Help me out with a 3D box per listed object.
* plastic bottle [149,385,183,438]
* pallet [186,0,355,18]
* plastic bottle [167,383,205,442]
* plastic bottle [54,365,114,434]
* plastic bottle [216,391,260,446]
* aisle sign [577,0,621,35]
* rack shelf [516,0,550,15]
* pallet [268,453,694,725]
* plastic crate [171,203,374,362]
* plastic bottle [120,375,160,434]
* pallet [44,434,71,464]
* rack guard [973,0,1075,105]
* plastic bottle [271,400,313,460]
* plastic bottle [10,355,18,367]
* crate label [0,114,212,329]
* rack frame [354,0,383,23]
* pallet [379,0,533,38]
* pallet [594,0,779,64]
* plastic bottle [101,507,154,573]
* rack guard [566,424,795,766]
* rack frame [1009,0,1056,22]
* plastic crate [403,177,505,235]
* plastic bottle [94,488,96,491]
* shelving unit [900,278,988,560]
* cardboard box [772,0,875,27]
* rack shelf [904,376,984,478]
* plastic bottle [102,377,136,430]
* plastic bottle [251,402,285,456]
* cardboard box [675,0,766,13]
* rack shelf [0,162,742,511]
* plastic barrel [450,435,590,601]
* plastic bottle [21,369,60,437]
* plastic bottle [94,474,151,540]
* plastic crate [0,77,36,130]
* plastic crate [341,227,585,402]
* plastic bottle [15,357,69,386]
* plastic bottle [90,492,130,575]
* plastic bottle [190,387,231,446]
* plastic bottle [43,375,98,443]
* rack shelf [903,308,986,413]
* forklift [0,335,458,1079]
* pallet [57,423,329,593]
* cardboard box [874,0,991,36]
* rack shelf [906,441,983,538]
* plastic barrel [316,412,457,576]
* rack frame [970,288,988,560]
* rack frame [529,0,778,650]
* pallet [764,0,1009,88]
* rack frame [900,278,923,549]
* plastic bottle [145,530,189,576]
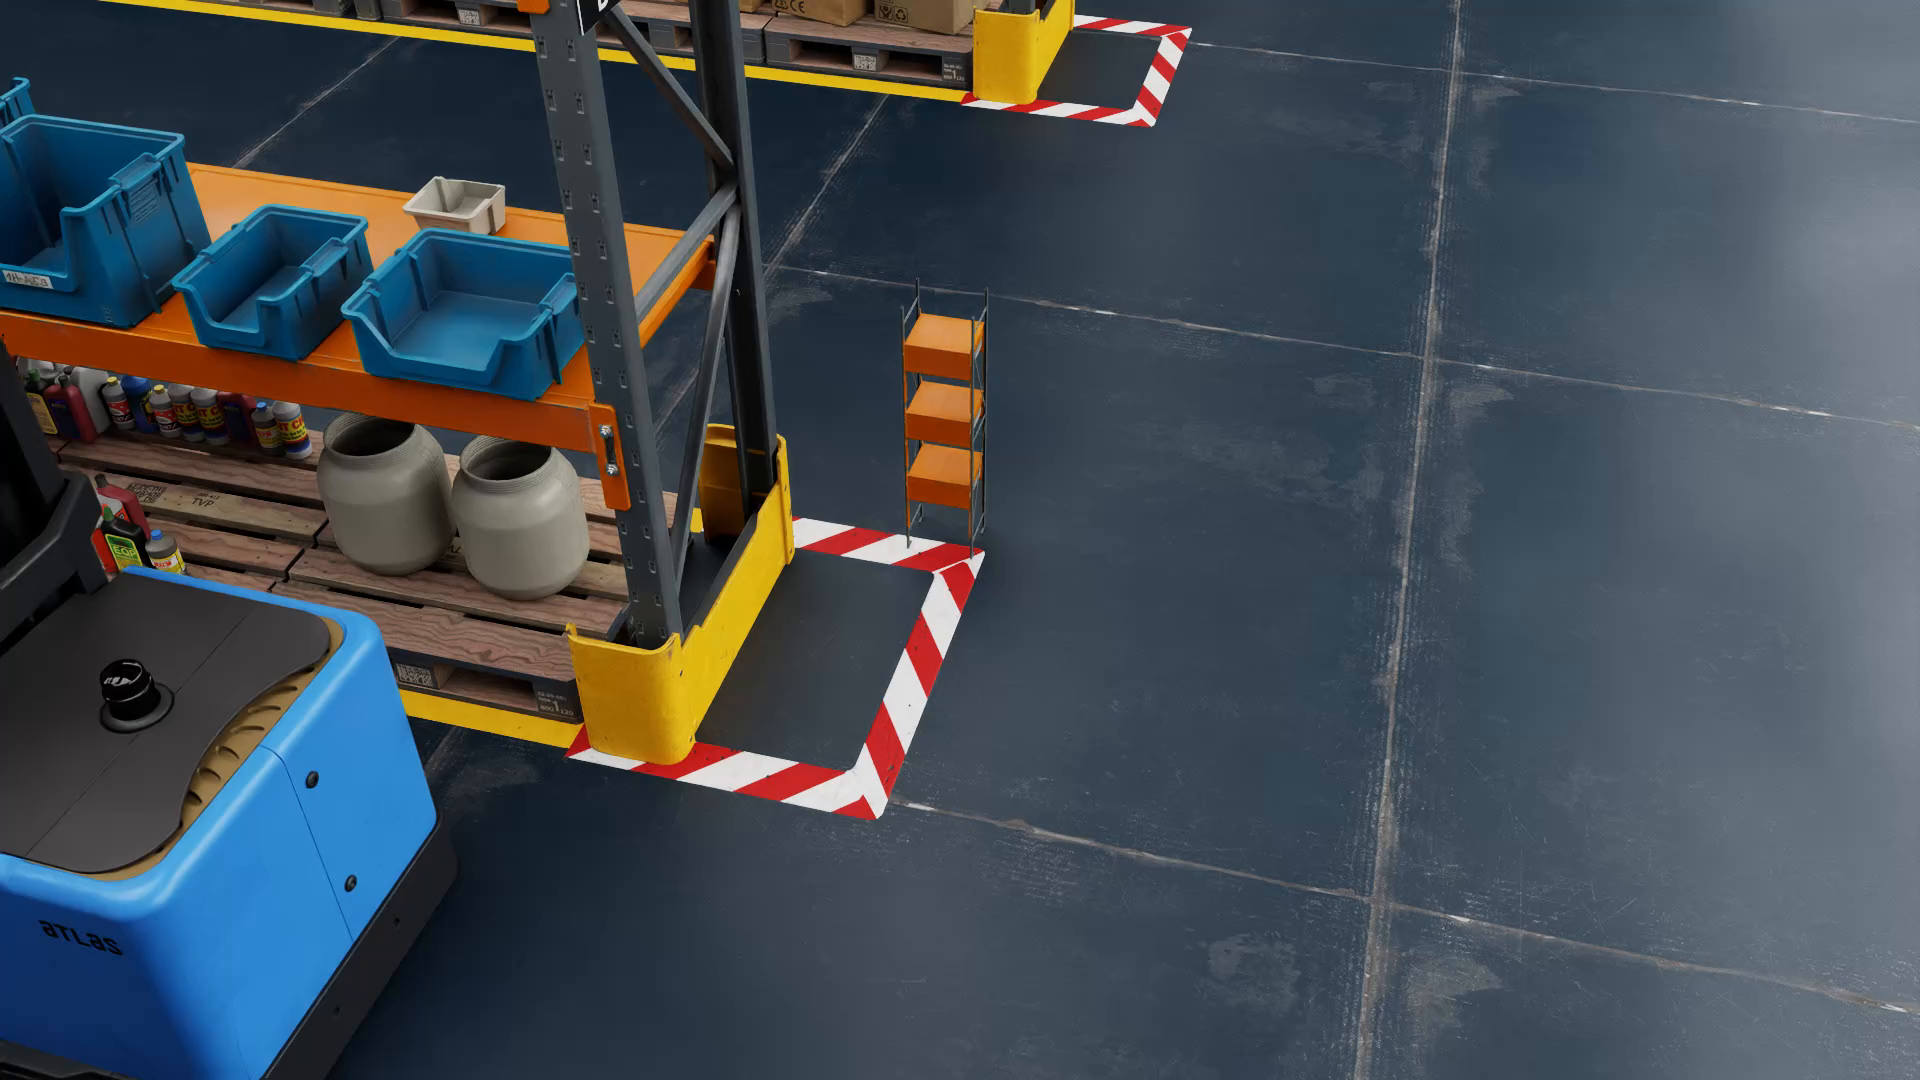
[{"bbox_3d":[-3.027,-0.500,6.346,0.097,0.201,0.097,0,40,0],"label":"plastic bottle"},{"bbox_3d":[-4.169,-3.620,10.397,1.213,0.211,1.003,10,41,11],"label":"pallet"},{"bbox_3d":[-2.931,-0.510,6.304,0.097,0.271,0.097,0,40,0],"label":"plastic bottle"},{"bbox_3d":[-3.347,-0.565,6.366,0.135,0.276,0.152,10,41,12],"label":"plastic bottle"},{"bbox_3d":[-2.718,-0.490,6.271,0.133,0.283,0.061,10,41,12],"label":"plastic bottle"},{"bbox_3d":[-0.840,-1.617,3.821,0.004,0.787,0.394,10,41,11],"label":"aisle sign"},{"bbox_3d":[-2.765,-2.023,4.554,4.000,0.370,1.077,10,41,11],"label":"rack shelf"},{"bbox_3d":[-1.702,0.128,5.933,1.213,0.211,1.003,10,41,11],"label":"pallet"},{"bbox_3d":[-2.019,-0.769,4.949,0.408,0.251,0.499,10,41,11],"label":"plastic crate"},{"bbox_3d":[-3.127,-0.544,6.344,0.097,0.271,0.097,0,40,0],"label":"plastic bottle"},{"bbox_3d":[-4.059,-0.277,6.416,1.213,0.211,1.003,10,41,11],"label":"pallet"},{"bbox_3d":[0.374,-2.950,9.374,0.348,0.500,1.175,10,41,11],"label":"rack guard"},{"bbox_3d":[-2.504,-0.436,6.216,0.097,0.271,0.097,0,40,0],"label":"plastic bottle"},{"bbox_3d":[-3.647,-0.650,6.461,0.133,0.283,0.061,12,42,14],"label":"plastic bottle"},{"bbox_3d":[-2.681,-0.969,5.044,0.616,0.435,0.502,10,41,11],"label":"crate label"},{"bbox_3d":[-3.417,-4.560,9.347,0.127,3.000,1.000,10,41,11],"label":"rack frame"},{"bbox_3d":[-2.759,-3.402,10.137,1.213,0.211,1.003,10,41,11],"label":"pallet"},{"bbox_3d":[-1.576,-3.201,9.897,1.213,0.211,1.003,10,41,11],"label":"pallet"},{"bbox_3d":[-2.838,0.013,5.672,0.133,0.283,0.061,11,41,12],"label":"plastic bottle"},{"bbox_3d":[-0.918,0.156,5.675,0.348,0.500,1.175,10,41,11],"label":"rack guard"},{"bbox_3d":[0.448,-3.895,8.555,0.127,3.000,1.000,10,41,11],"label":"rack frame"},{"bbox_3d":[-1.614,-1.065,5.391,0.250,0.136,0.298,10,41,11],"label":"plastic crate"},{"bbox_3d":[-3.076,-0.110,5.882,0.097,0.201,0.097,0,40,0],"label":"plastic bottle"},{"bbox_3d":[-0.052,-0.411,5.923,0.252,1.050,0.215,10,41,11],"label":"shelving unit"},{"bbox_3d":[-0.738,-3.291,9.453,0.500,0.500,0.500,20,44,23],"label":"cardboard box"},{"bbox_3d":[-0.052,-0.403,5.930,0.240,0.259,0.215,10,41,11],"label":"rack shelf"},{"bbox_3d":[-3.226,-0.534,6.387,0.097,0.201,0.097,0,40,0],"label":"plastic bottle"},{"bbox_3d":[-2.604,-0.427,6.259,0.097,0.201,0.097,0,40,0],"label":"plastic bottle"},{"bbox_3d":[-1.338,-3.406,9.591,0.500,0.500,0.500,13,42,15],"label":"cardboard box"},{"bbox_3d":[-2.765,-0.875,5.518,4.000,0.370,1.077,10,41,11],"label":"rack shelf"},{"bbox_3d":[-1.488,-0.088,5.630,0.421,0.512,0.421,0,40,0],"label":"plastic barrel"},{"bbox_3d":[-3.504,-0.529,6.318,0.133,0.283,0.061,10,41,11],"label":"plastic bottle"},{"bbox_3d":[-2.930,-0.104,5.811,0.133,0.283,0.061,10,41,11],"label":"plastic bottle"},{"bbox_3d":[-3.558,-1.410,5.712,0.616,0.251,0.499,10,41,11],"label":"plastic crate"},{"bbox_3d":[-1.394,-0.658,4.817,0.616,0.251,0.499,10,41,11],"label":"plastic crate"},{"bbox_3d":[-3.503,-0.623,6.377,0.185,0.351,0.144,10,41,11],"label":"plastic bottle"},{"bbox_3d":[-2.957,-0.035,5.735,0.135,0.276,0.152,10,41,12],"label":"plastic bottle"},{"bbox_3d":[-2.835,-0.493,6.284,0.097,0.271,0.097,0,40,0],"label":"plastic bottle"},{"bbox_3d":[-3.374,-0.502,6.285,0.133,0.283,0.061,10,41,11],"label":"plastic bottle"},{"bbox_3d":[-0.052,-0.621,5.748,0.240,0.259,0.215,10,41,11],"label":"rack shelf"},{"bbox_3d":[-3.073,-0.068,4.052,3.031,2.935,1.130,11,41,12],"label":"forklift"},{"bbox_3d":[-2.877,-0.076,6.176,1.213,0.211,1.003,10,41,11],"label":"pallet"},{"bbox_3d":[-0.151,-3.212,9.360,0.500,0.500,0.500,17,43,19],"label":"cardboard box"},{"bbox_3d":[-0.052,-0.190,6.109,0.240,0.259,0.215,10,41,11],"label":"rack shelf"},{"bbox_3d":[-1.972,-0.171,5.729,0.421,0.512,0.421,0,40,0],"label":"plastic barrel"},{"bbox_3d":[0.066,-0.391,5.899,0.008,1.050,0.200,10,41,11],"label":"rack frame"},{"bbox_3d":[-0.833,-0.818,4.891,0.127,3.000,1.000,10,41,11],"label":"rack frame"},{"bbox_3d":[-0.402,-2.997,9.654,1.213,0.211,1.003,10,41,11],"label":"pallet"},{"bbox_3d":[-0.169,-0.432,5.947,0.008,1.050,0.200,10,41,11],"label":"rack frame"},{"bbox_3d":[-2.720,0.053,5.689,0.097,0.201,0.097,0,40,0],"label":"plastic bottle"}]
